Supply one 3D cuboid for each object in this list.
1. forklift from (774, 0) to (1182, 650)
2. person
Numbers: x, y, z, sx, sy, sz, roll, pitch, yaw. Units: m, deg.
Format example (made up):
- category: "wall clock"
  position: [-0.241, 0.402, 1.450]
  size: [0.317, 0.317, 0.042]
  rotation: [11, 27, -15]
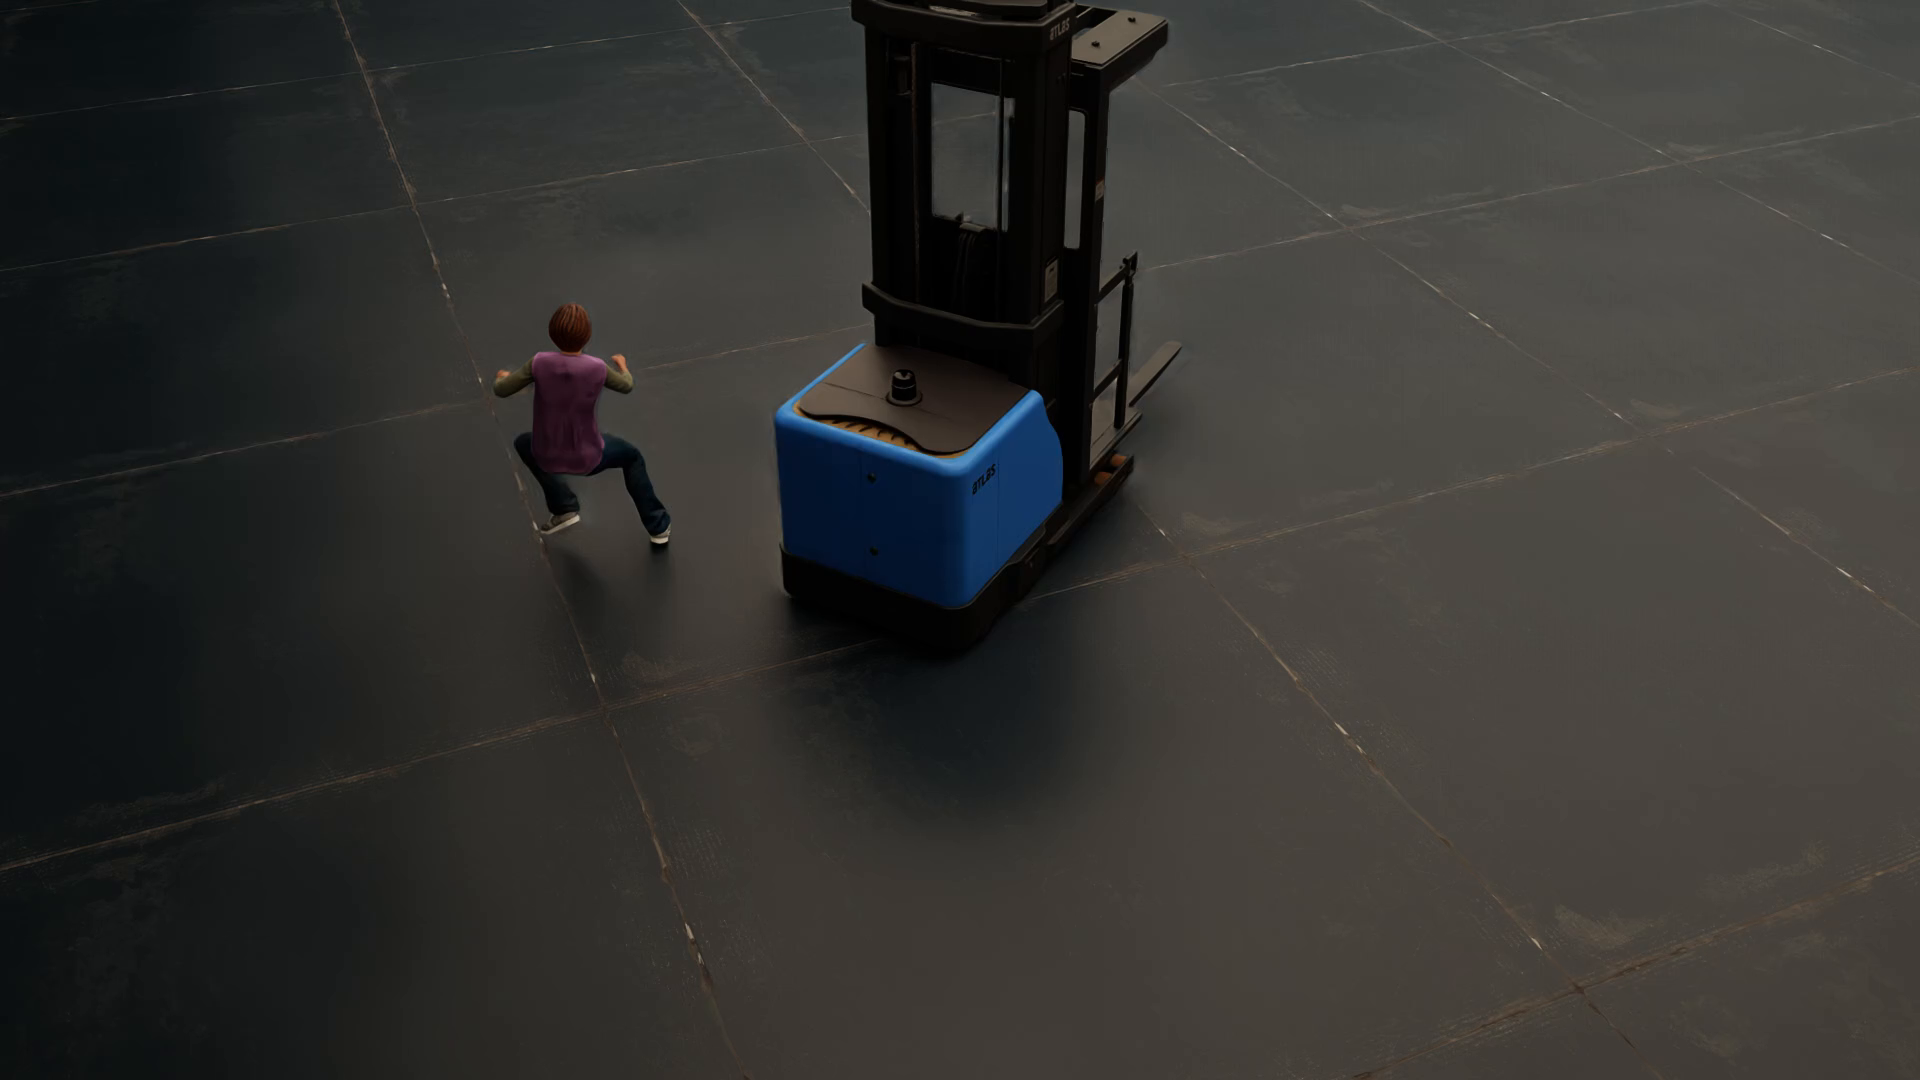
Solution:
- category: "forklift"
  position: [0.288, -1.513, 8.226]
  size: [1.130, 2.935, 3.031]
  rotation: [18, 39, 23]
- category: "person"
  position: [-1.896, -0.581, 8.270]
  size: [0.795, 1.405, 0.694]
  rotation: [-3, 36, -4]
